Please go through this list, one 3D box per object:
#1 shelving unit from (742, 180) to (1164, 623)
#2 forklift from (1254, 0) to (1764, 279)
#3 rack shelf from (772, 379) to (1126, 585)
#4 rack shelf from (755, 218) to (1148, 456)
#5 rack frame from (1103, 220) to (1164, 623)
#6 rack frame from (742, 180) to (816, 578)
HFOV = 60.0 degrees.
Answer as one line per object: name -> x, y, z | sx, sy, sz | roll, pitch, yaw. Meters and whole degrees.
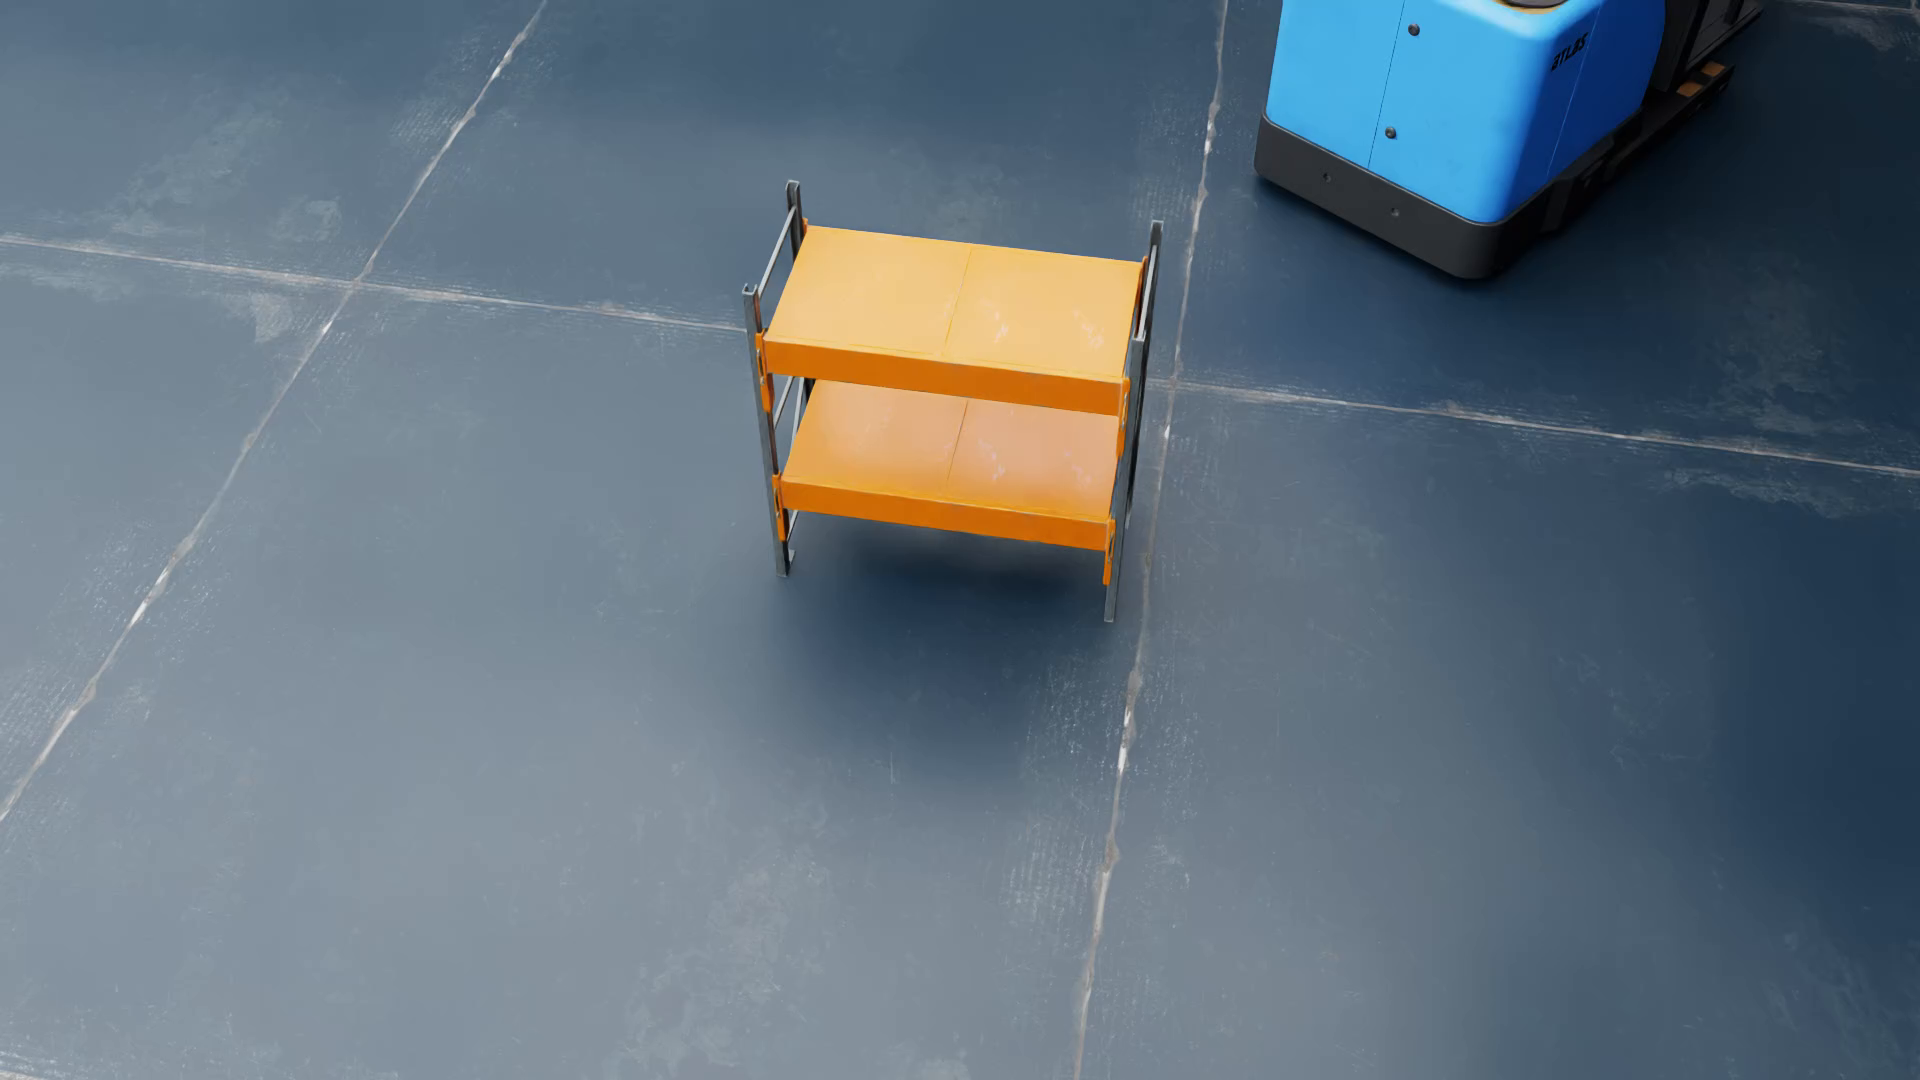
shelving unit -> -0.007, -0.377, 4.832 | 1.048, 1.125, 0.538 | 8, 49, 7
forklift -> 2.527, -2.918, 5.902 | 1.130, 2.935, 3.031 | 36, 57, 28
rack shelf -> -0.007, -0.213, 5.014 | 1.000, 0.278, 0.538 | 8, 49, 7
rack shelf -> -0.007, -0.572, 4.615 | 1.000, 0.278, 0.538 | 8, 49, 7
rack frame -> 0.494, -0.310, 4.772 | 0.032, 1.125, 0.500 | 8, 49, 7
rack frame -> -0.507, -0.444, 4.893 | 0.032, 1.125, 0.500 | 8, 49, 7
